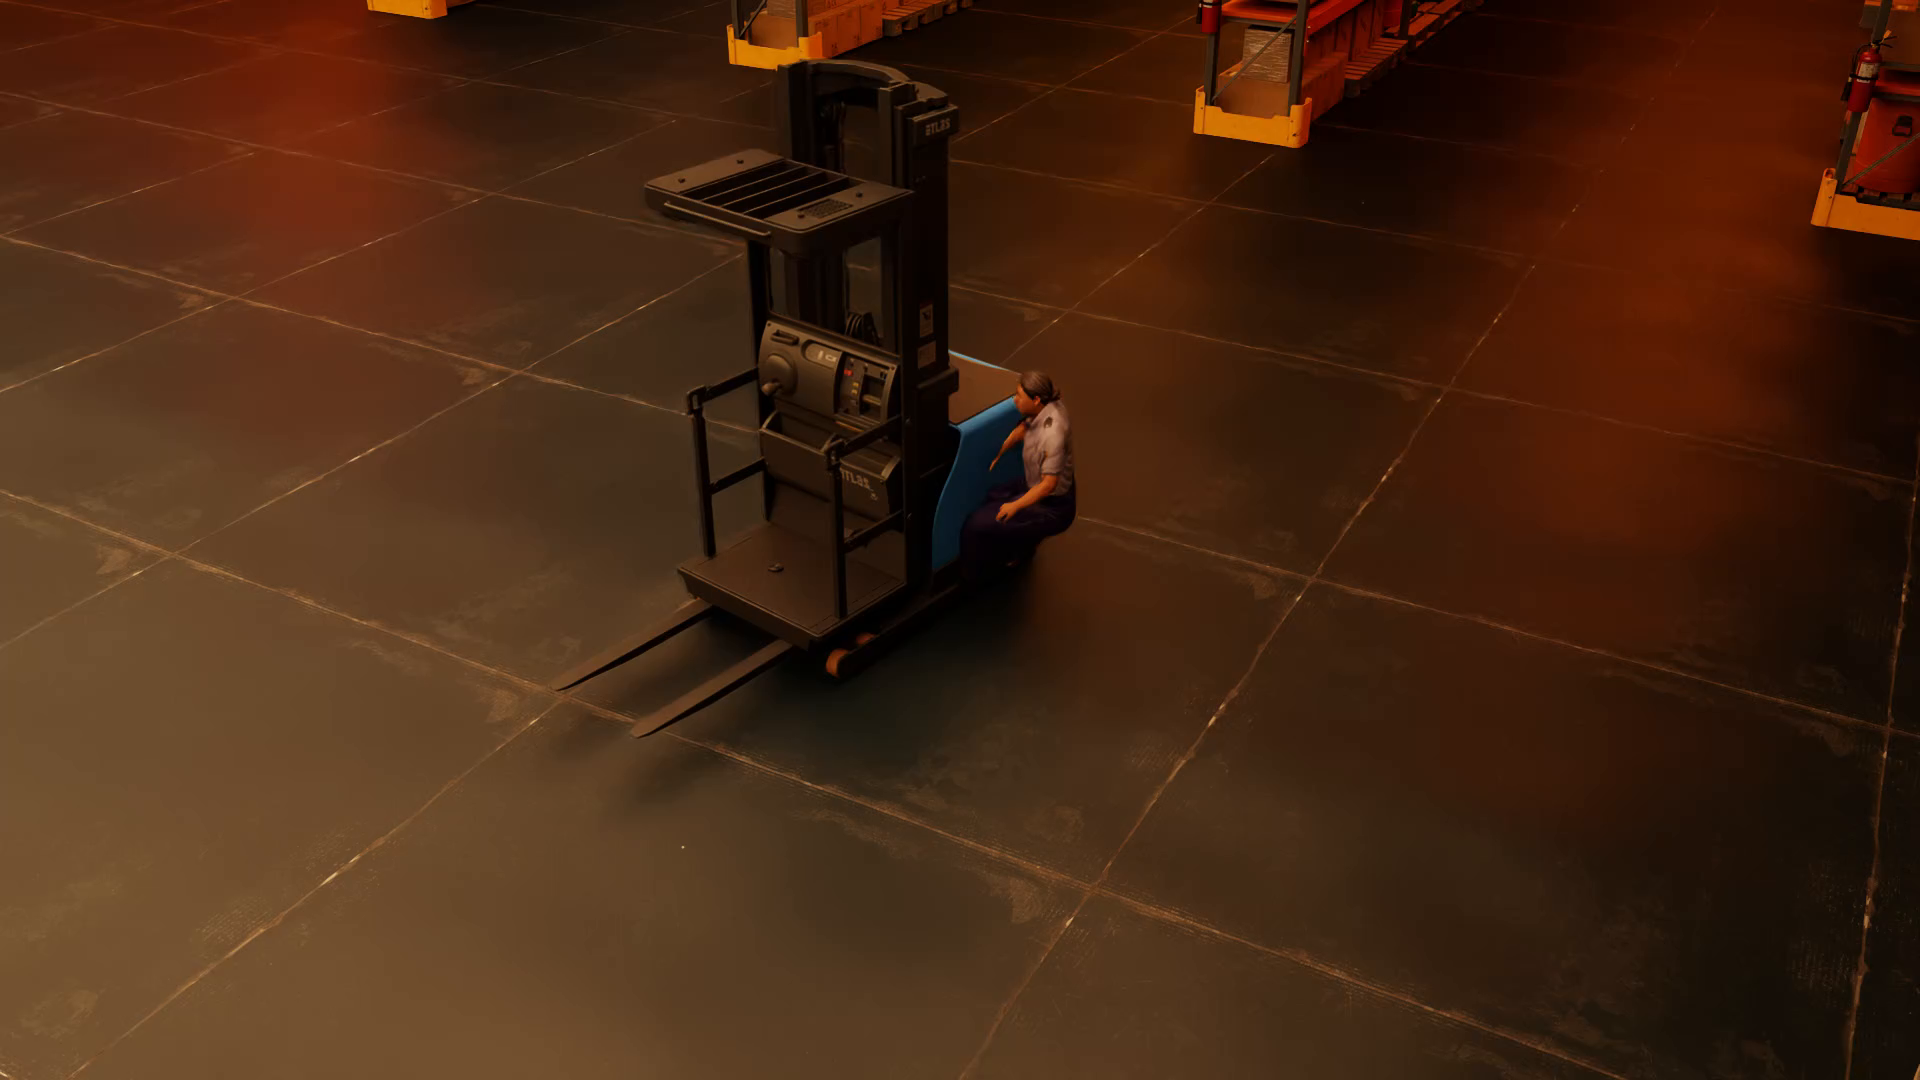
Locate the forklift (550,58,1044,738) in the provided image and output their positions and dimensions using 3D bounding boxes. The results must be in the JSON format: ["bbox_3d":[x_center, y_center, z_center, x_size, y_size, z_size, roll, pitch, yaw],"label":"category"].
[{"bbox_3d":[-0.826,-0.822,8.495,1.130,2.935,3.031,23,37,34],"label":"forklift"}]

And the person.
[{"bbox_3d":[0.224,-0.267,9.122,0.824,1.460,0.757,-1,30,-1],"label":"person"}]
